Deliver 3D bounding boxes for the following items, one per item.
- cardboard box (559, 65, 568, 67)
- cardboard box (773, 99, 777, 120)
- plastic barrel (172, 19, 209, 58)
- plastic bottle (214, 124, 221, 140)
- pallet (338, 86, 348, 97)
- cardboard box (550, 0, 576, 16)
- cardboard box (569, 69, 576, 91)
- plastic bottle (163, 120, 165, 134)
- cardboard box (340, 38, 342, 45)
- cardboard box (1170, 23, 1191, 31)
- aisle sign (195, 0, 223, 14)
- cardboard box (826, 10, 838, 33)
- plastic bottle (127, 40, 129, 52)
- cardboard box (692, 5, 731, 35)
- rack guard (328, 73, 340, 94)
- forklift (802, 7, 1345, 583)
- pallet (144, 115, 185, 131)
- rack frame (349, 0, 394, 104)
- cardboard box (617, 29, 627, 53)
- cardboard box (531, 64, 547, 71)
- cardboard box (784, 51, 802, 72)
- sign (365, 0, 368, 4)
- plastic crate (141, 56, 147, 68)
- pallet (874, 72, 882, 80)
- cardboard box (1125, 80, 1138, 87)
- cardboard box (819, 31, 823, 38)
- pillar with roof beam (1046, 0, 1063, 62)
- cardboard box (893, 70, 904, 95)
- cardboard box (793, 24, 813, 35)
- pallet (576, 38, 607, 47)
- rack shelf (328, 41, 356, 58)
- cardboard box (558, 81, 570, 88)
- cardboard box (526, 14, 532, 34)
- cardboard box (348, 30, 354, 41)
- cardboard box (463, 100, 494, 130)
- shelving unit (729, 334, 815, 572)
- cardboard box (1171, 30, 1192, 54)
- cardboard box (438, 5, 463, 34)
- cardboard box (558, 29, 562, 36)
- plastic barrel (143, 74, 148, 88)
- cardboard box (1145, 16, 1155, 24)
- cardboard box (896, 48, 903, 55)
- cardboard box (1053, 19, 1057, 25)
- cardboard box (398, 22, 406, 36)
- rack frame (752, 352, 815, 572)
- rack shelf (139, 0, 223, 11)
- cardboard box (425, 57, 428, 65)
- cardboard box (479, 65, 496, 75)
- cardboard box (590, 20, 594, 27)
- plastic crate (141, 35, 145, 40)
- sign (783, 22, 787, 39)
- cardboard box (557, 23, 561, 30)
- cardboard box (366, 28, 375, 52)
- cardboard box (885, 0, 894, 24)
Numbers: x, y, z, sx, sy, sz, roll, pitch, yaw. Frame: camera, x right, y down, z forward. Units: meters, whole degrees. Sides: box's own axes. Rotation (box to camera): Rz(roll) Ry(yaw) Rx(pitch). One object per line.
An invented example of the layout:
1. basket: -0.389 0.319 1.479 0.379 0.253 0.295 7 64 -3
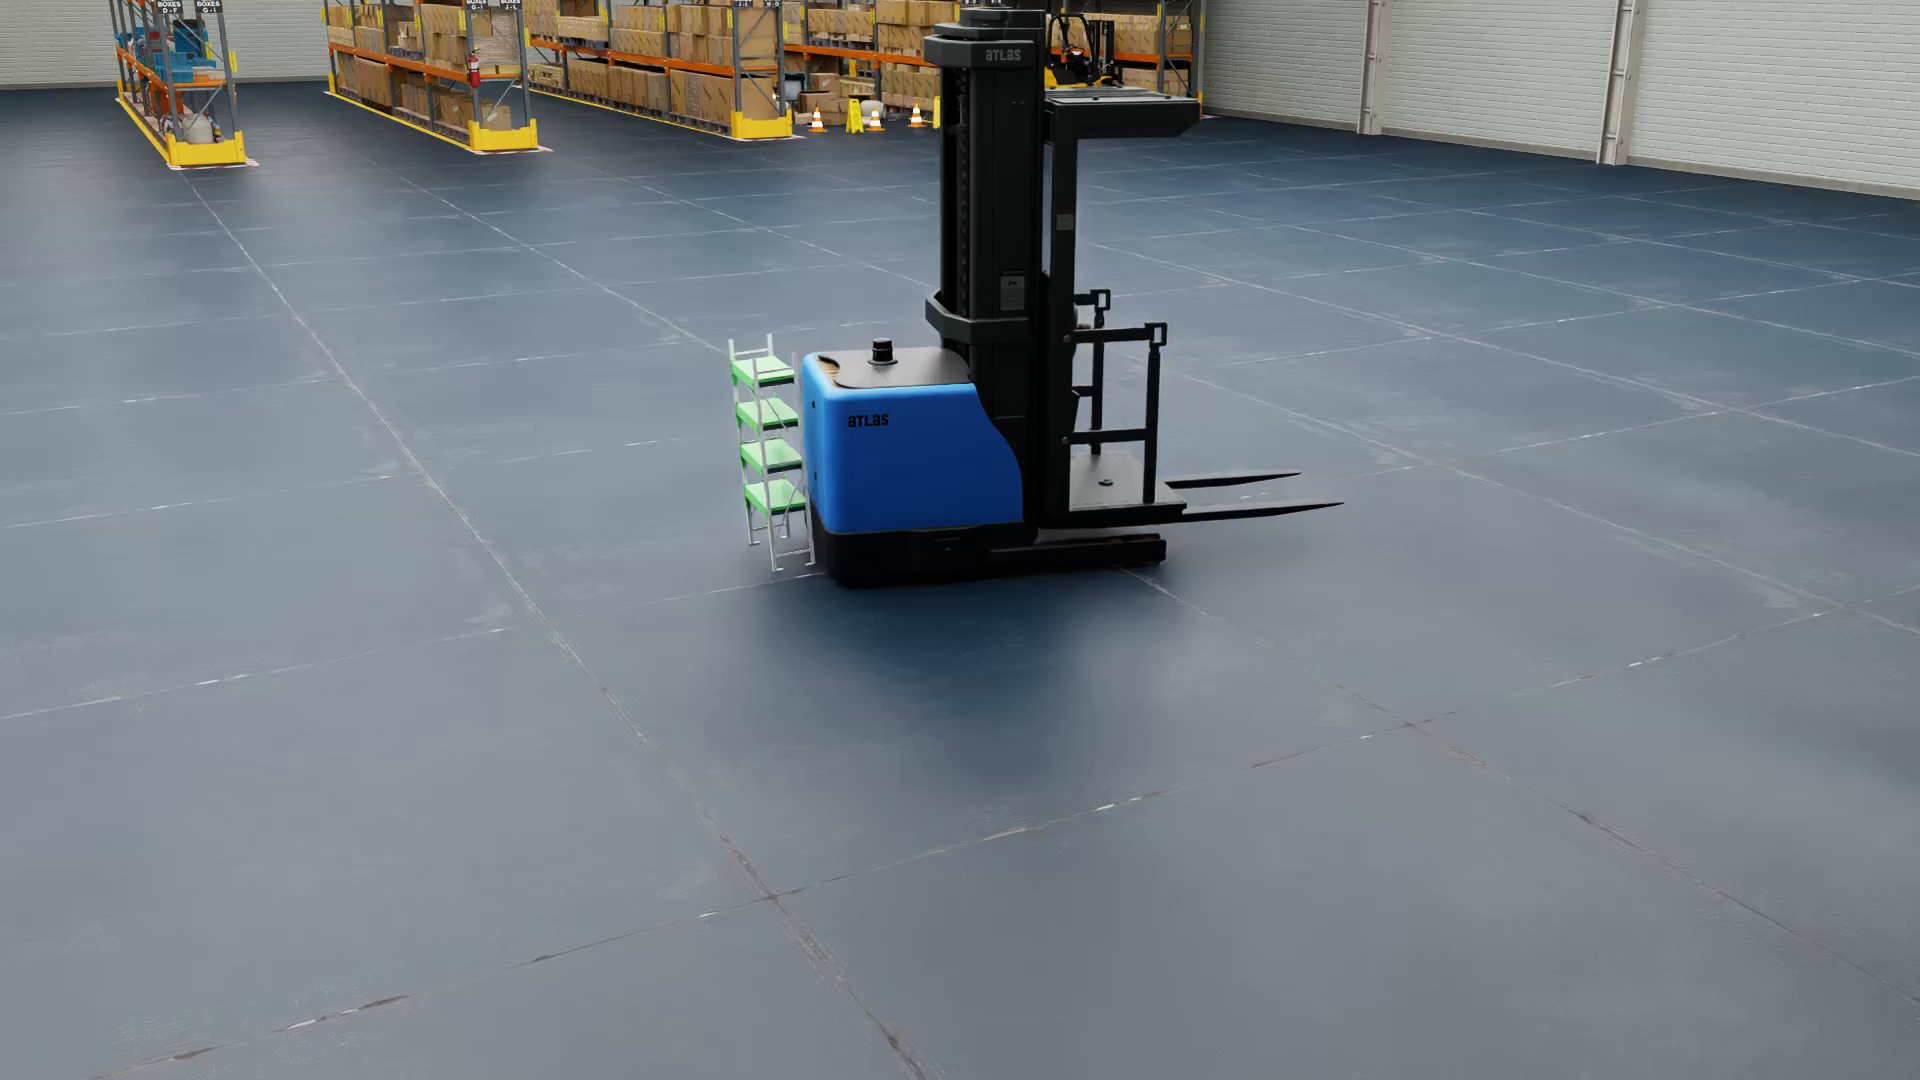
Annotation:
1. cardboard box: -10.417 -12.522 44.138 0.380 0.149 0.250 -11 22 -28
2. cardboard box: -4.128 -8.972 34.863 0.500 0.500 0.500 -6 20 -17
3. plastic barrel: -14.457 -9.328 31.296 0.600 0.901 0.708 -10 21 -27
4. plastic bottle: -13.227 -7.272 29.614 0.097 0.271 0.097 0 19 0
5. pallet: -15.431 -11.609 42.952 1.003 0.211 1.213 -10 21 -27
6. cardboard box: -10.028 -13.489 41.983 0.500 0.500 0.500 -11 22 -29
7. cardboard box: -9.449 -11.500 41.547 0.500 0.500 0.500 -9 21 -25
8. plastic bottle: -14.391 -7.453 30.121 0.061 0.283 0.133 -9 21 -24
9. cardboard box: -15.144 -12.357 41.228 0.380 0.149 0.250 -10 21 -26
10. cardboard box: 4.874 -11.348 36.772 0.380 0.149 0.250 -11 22 -28
11. aisle sign: -12.349 -9.038 27.240 0.394 0.787 0.004 -10 21 -27
12. cardboard box: -2.837 -12.305 39.439 0.500 0.500 0.500 -10 21 -26
13. plastic bottle: -18.477 -10.965 36.987 0.061 0.283 0.133 -10 21 -27
14. cardboard box: -4.866 -10.442 33.410 0.875 0.550 0.500 -10 21 -27
15. rack guard: -15.891 -11.970 43.555 1.175 0.500 0.348 -10 21 -27
16. forklift: 0.669 -1.390 9.165 3.031 2.935 1.130 -4 19 -12
17. pallet: -16.106 -8.535 34.041 1.003 0.211 1.213 -10 21 -27
18. rack frame: -13.980 -11.997 39.799 1.000 3.000 0.127 -10 21 -27
19. cardboard box: -7.448 -11.319 37.681 0.500 0.500 0.500 -10 22 -27
20. cardboard box: -11.273 -12.661 44.538 0.380 0.149 0.250 -10 21 -27
21. cardboard box: -4.034 -12.045 42.554 0.875 0.875 0.875 -10 21 -26
22. sign: -15.395 -13.884 43.132 0.100 0.325 0.005 -10 21 -27
23. plastic crate: -15.615 -9.289 32.277 0.450 0.188 0.662 -10 21 -27
24. pallet: -1.801 -13.531 48.522 1.003 0.211 1.213 -10 21 -27
25. cardboard box: 4.071 -10.229 37.481 0.500 0.250 0.500 -10 22 -27
26. cardboard box: -3.174 -12.169 40.040 0.380 0.149 0.250 -12 22 -30
27. pillar with roof beam: -1.369 -15.088 39.560 9.100 9.000 0.400 -10 21 -27
28. cardboard box: -1.153 -10.125 36.798 0.500 0.500 0.500 -9 21 -24
29. cardboard box: -3.813 -12.648 41.152 0.500 0.250 0.500 -10 21 -27
30. pallet: -8.644 -12.059 40.274 1.003 0.211 1.213 -10 21 -27
31. rack shelf: -14.930 -12.231 41.581 1.077 0.370 4.000 -10 21 -27
32. cardboard box: -10.053 -11.647 42.512 0.380 0.149 0.250 -10 21 -26
33. cardboard box: -11.220 -13.751 44.273 0.500 0.500 0.500 -10 21 -27
34. cardboard box: -14.421 -12.152 40.025 0.500 0.250 0.500 -10 22 -28
35. cardboard box: -9.158 -8.100 31.694 0.500 0.500 0.500 -8 21 -22
36. shelving unit: -1.037 -0.484 9.173 0.258 1.200 0.503 -11 21 -19
37. cardboard box: 4.815 -11.089 37.016 0.500 0.500 0.500 -9 21 -25
38. cardboard box: -9.468 -9.763 31.185 0.500 0.500 0.500 -10 21 -27
39. cardboard box: -9.785 -12.631 41.380 0.380 0.149 0.250 -11 22 -29
40. plastic barrel: -17.759 -10.074 36.800 0.600 0.901 0.708 -10 21 -27
41. cardboard box: 4.306 -11.487 36.720 0.380 0.149 0.250 -10 21 -27
42. cardboard box: -1.187 -10.764 36.612 0.380 0.149 0.250 -9 21 -25
43. cardboard box: 2.411 -12.494 40.093 0.380 0.149 0.250 -10 22 -27
44. cardboard box: -11.789 -10.945 35.956 0.500 0.500 0.500 -13 23 -33
45. rack frame: -0.946 -0.411 8.959 0.240 1.200 0.015 -11 21 -19
46. rack shelf: -13.590 -9.437 28.885 1.077 0.370 4.000 -10 21 -27
47. cardboard box: -10.344 -9.473 32.871 0.380 0.149 0.250 -10 21 -27
48. cardboard box: -8.599 -8.483 30.002 0.380 0.149 0.250 -10 21 -27
49. cardboard box: -8.421 -12.091 38.901 0.380 0.149 0.250 -10 22 -27
50. plastic crate: -18.902 -11.669 38.939 0.437 0.282 0.530 -10 21 -27
51. sign: -3.377 -9.822 32.049 0.100 0.325 0.005 -10 21 -27
52. cardboard box: -9.785 -12.772 41.331 0.380 0.149 0.250 -10 21 -26
53. cardboard box: -13.255 -11.438 38.026 0.500 0.500 0.500 -10 21 -26
54. cardboard box: -1.218 -11.586 36.466 0.700 0.500 0.500 -10 21 -26
